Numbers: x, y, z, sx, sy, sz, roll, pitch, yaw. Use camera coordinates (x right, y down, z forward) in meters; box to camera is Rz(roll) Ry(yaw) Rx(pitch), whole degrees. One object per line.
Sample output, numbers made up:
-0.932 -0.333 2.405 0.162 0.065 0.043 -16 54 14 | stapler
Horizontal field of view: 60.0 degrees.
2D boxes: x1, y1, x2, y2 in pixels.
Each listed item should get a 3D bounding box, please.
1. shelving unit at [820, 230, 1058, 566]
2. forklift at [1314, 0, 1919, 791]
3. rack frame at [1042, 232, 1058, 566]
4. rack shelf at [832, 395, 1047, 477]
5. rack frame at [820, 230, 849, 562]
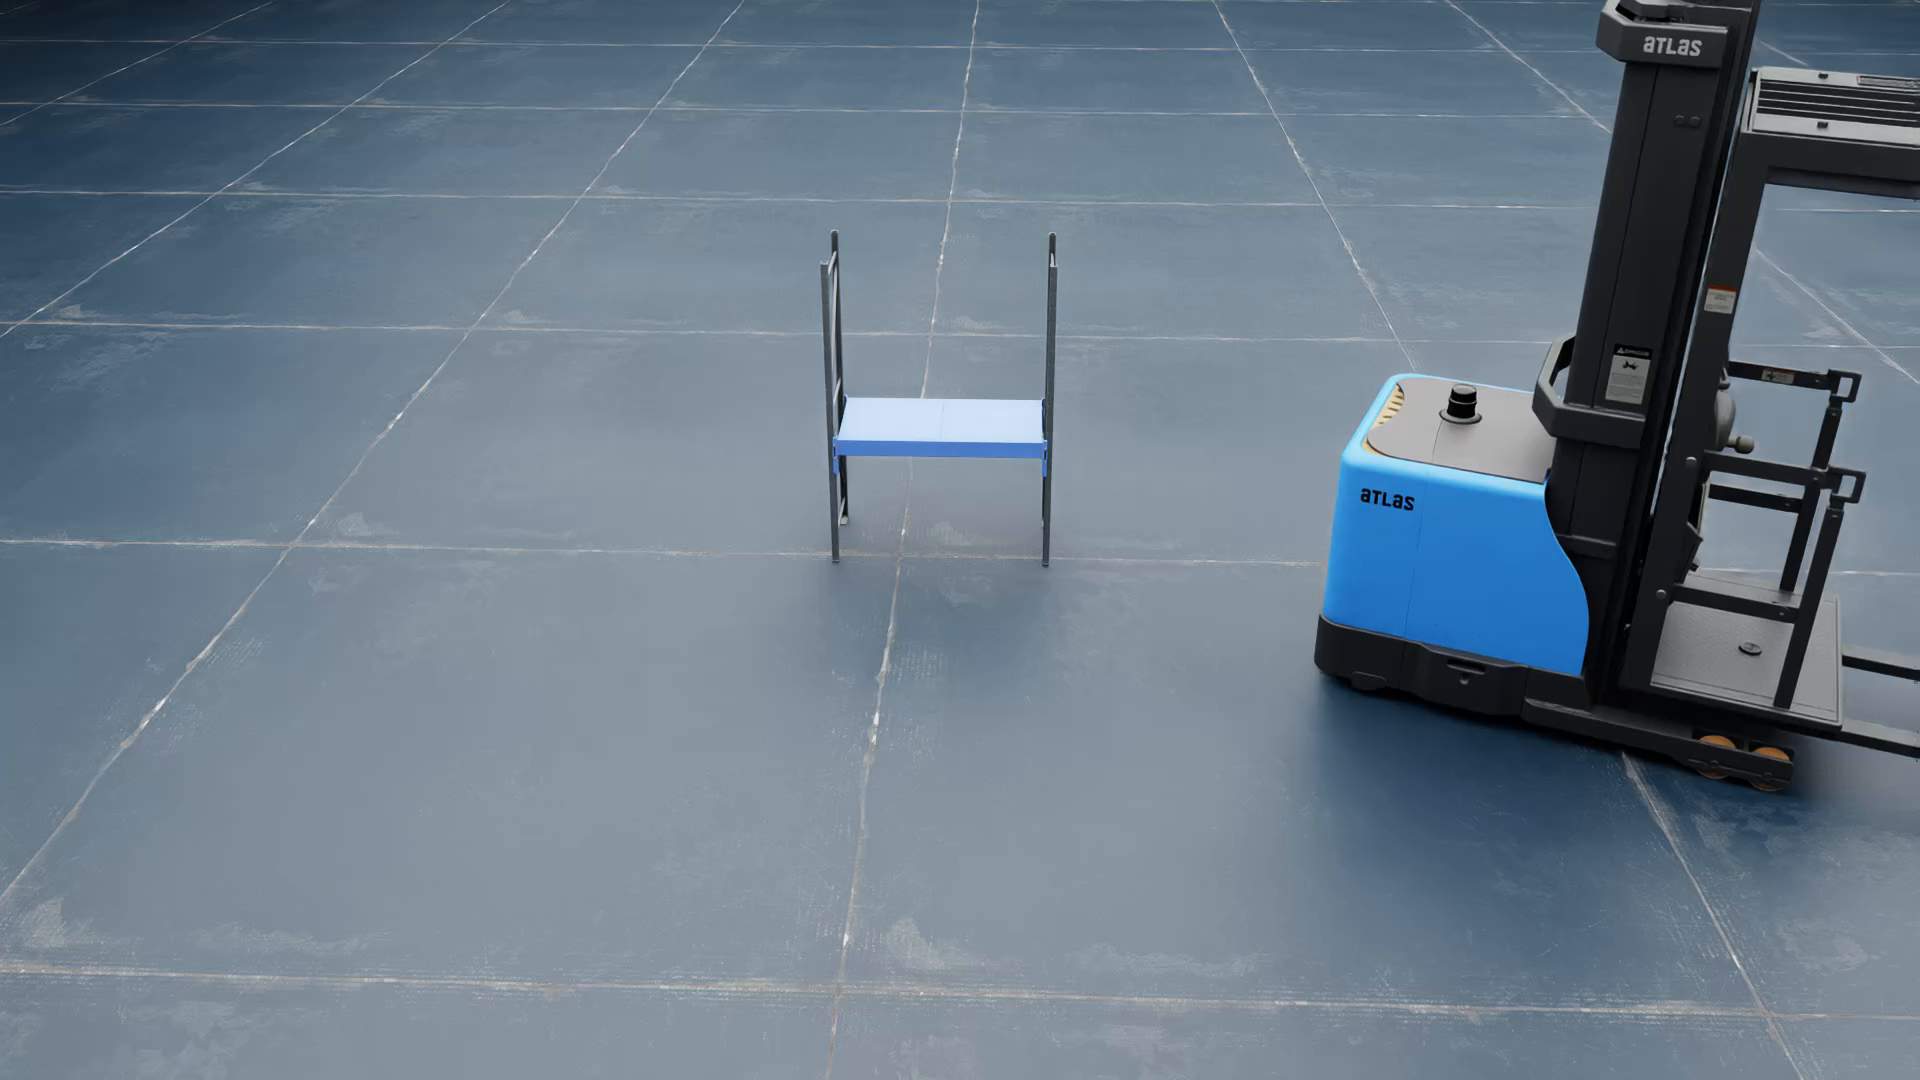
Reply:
-0.085 -0.664 7.901 1.048 1.500 0.538 1 28 2 | shelving unit
3.075 -0.610 6.270 3.031 2.935 1.130 12 30 22 | forklift
0.423 -0.656 7.886 0.032 1.500 0.500 1 28 2 | rack frame
-0.085 -0.505 7.986 1.000 0.185 0.538 1 28 2 | rack shelf
-0.593 -0.672 7.917 0.032 1.500 0.500 1 28 2 | rack frame
